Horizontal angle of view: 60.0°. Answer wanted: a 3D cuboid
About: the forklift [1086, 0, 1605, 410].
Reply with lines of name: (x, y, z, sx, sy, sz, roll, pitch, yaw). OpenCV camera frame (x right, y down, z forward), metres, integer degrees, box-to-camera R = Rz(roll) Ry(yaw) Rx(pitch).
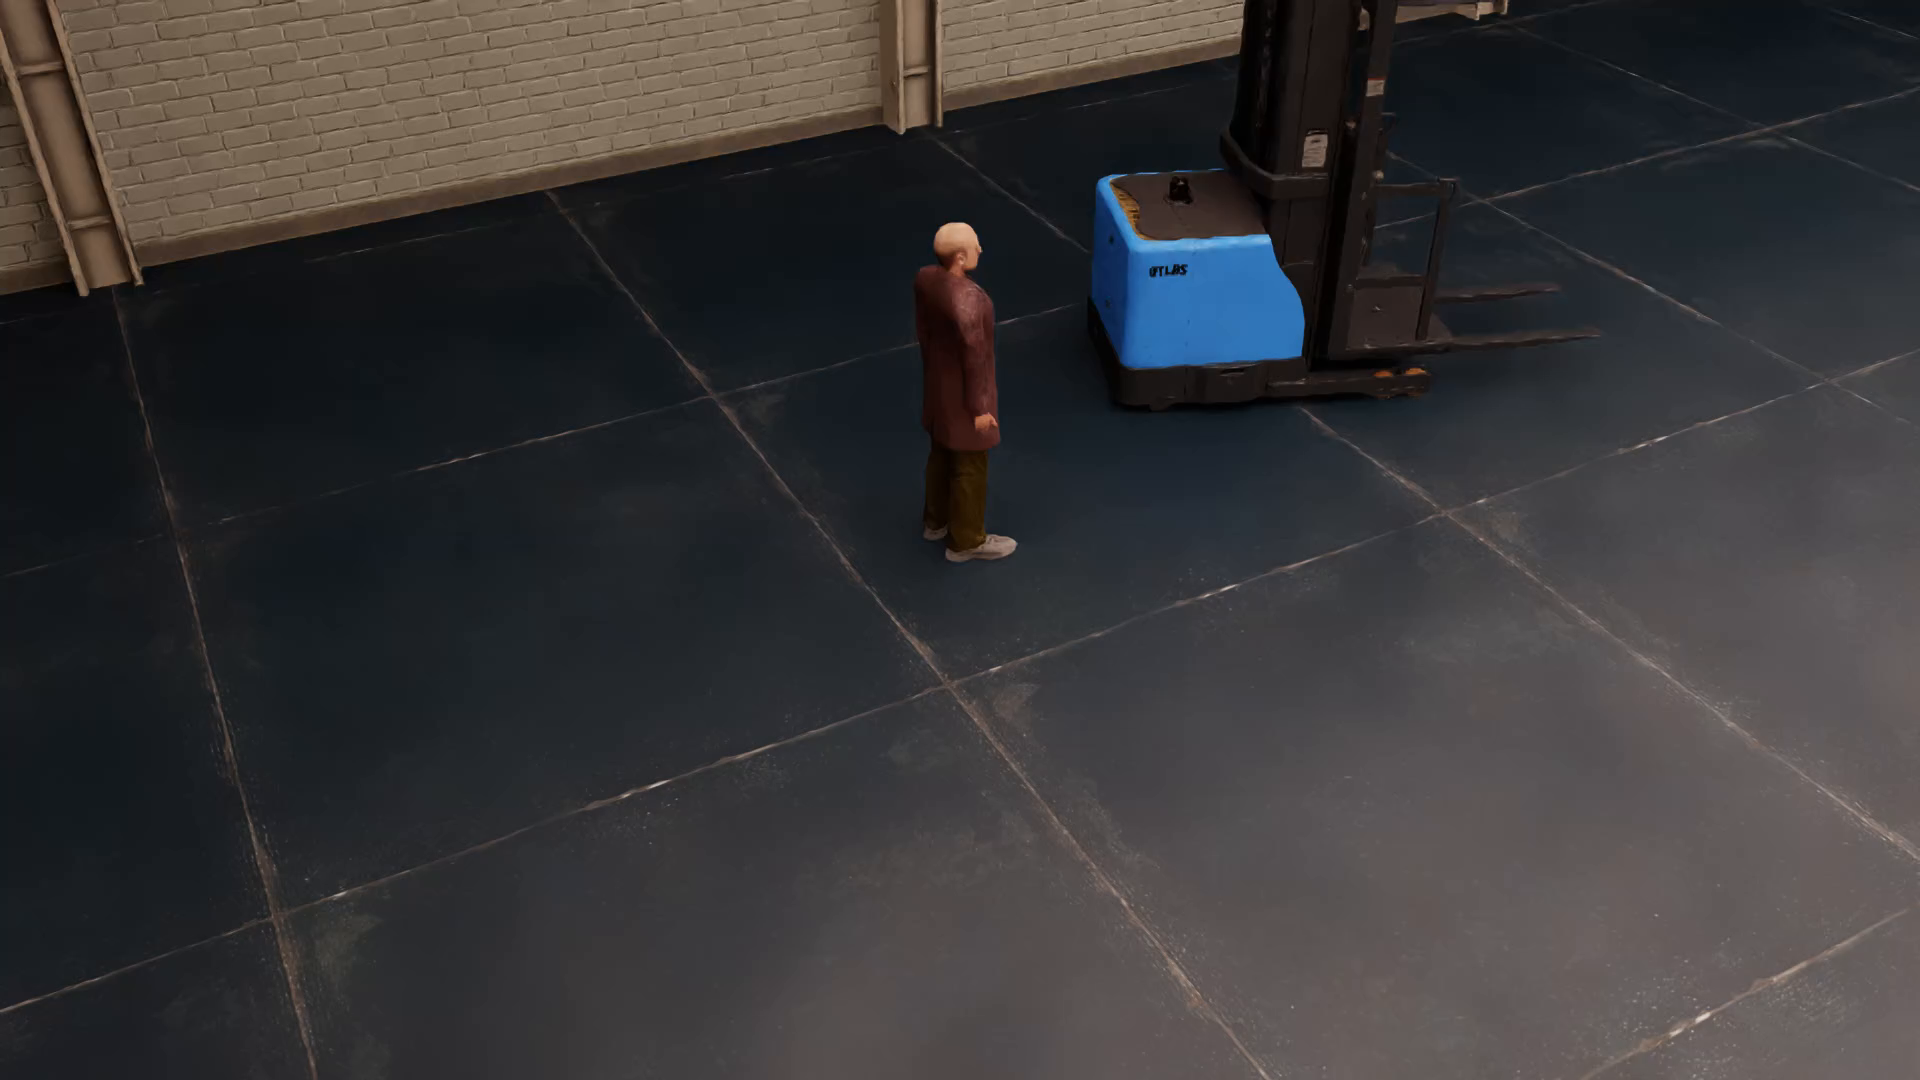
forklift: (2.351, -2.332, 9.422, 3.031, 2.935, 1.130, -5, 36, -7)

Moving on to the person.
person: (0.022, -0.736, 8.159, 0.377, 1.783, 0.558, -17, 39, -23)
